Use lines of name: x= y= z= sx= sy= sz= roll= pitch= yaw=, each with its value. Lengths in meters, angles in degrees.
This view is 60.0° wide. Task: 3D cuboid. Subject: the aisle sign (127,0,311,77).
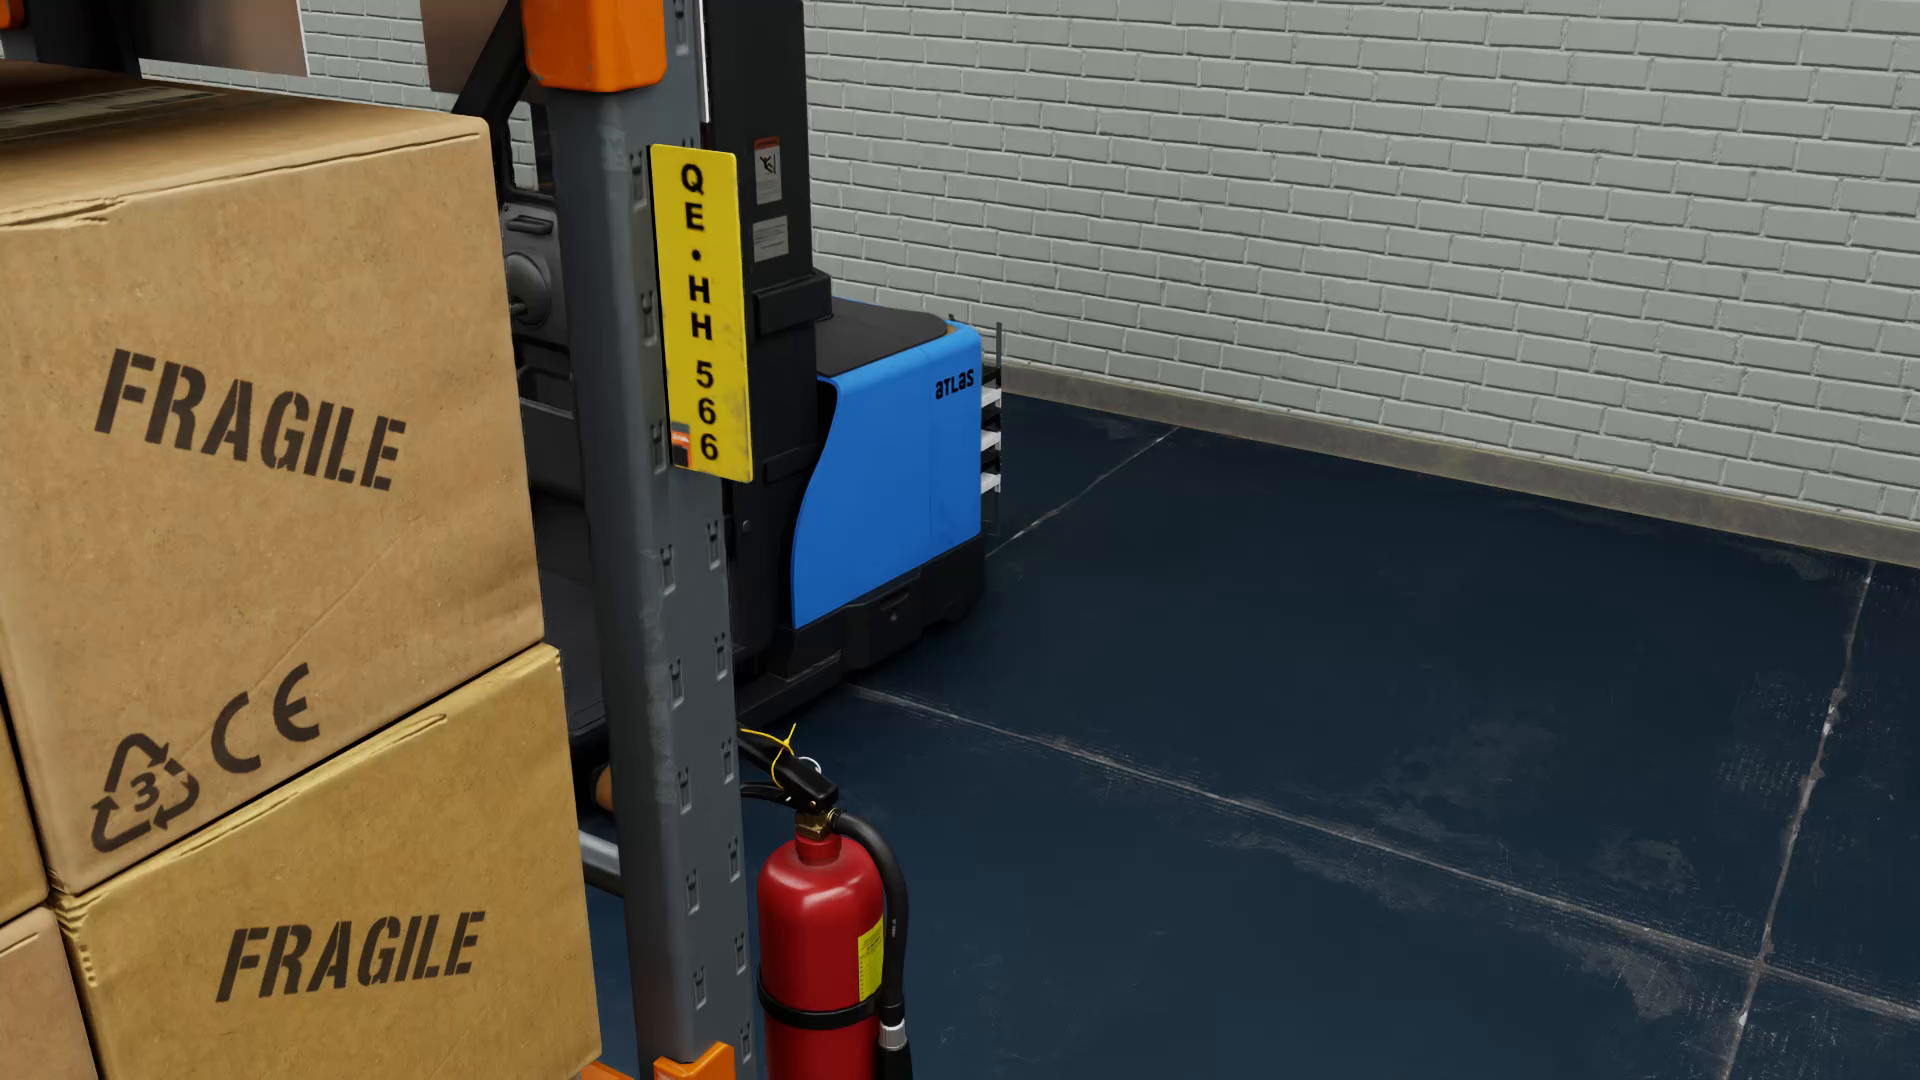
aisle sign: x=-0.927 y=-0.943 z=1.881 sx=0.394 sy=0.787 sz=0.004 roll=14 pitch=27 yaw=29

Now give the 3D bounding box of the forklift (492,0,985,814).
forklift: x=-1.206 y=-0.754 z=4.802 sx=1.130 sy=2.935 sz=3.031 roll=17 pitch=29 yaw=34

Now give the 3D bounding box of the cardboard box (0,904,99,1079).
cardboard box: x=-1.006 y=0.533 z=1.242 sx=0.500 sy=0.500 sz=0.500 roll=13 pitch=27 yaw=28

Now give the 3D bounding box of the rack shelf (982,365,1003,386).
rack shelf: x=0.004 y=-0.633 z=6.484 sx=0.258 sy=0.077 sz=0.200 roll=14 pitch=27 yaw=29

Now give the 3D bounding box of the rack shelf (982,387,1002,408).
rack shelf: x=0.004 y=-0.550 z=6.519 sx=0.258 sy=0.077 sz=0.200 roll=14 pitch=27 yaw=29

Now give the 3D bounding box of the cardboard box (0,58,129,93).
cardboard box: x=-1.173 y=-0.208 z=1.696 sx=0.500 sy=0.500 sz=0.500 roll=14 pitch=27 yaw=29

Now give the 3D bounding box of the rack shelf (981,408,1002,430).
rack shelf: x=0.004 y=-0.468 z=6.555 sx=0.258 sy=0.077 sz=0.200 roll=14 pitch=27 yaw=29

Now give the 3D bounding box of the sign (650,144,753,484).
sign: x=-0.250 y=-0.216 z=1.618 sx=0.100 sy=0.325 sz=0.005 roll=14 pitch=27 yaw=29

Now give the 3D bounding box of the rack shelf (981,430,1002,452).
rack shelf: x=0.004 y=-0.385 z=6.591 sx=0.258 sy=0.077 sz=0.200 roll=14 pitch=27 yaw=29

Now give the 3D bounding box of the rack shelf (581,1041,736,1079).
rack shelf: x=-1.766 y=1.342 z=0.779 sx=1.077 sy=0.370 sz=4.000 roll=14 pitch=27 yaw=29

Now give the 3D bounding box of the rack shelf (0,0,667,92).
rack shelf: x=-1.766 y=-0.034 z=0.183 sx=1.077 sy=0.370 sz=4.000 roll=14 pitch=27 yaw=29

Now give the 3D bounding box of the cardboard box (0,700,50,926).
cardboard box: x=-1.008 y=0.074 z=1.046 sx=0.500 sy=0.500 sz=0.500 roll=13 pitch=27 yaw=27

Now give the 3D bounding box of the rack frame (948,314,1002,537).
rack frame: x=0.058 y=-0.450 z=6.657 sx=0.240 sy=0.900 sz=0.006 roll=14 pitch=27 yaw=29

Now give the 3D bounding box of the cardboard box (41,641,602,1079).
cardboard box: x=-0.729 y=0.360 z=1.641 sx=0.500 sy=0.500 sz=0.500 roll=14 pitch=27 yaw=30

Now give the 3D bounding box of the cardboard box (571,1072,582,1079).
cardboard box: x=-0.643 y=0.622 z=1.854 sx=0.380 sy=0.149 sz=0.250 roll=14 pitch=27 yaw=29

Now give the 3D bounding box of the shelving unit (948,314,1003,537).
shelving unit: x=0.004 y=-0.416 z=6.578 sx=0.258 sy=0.900 sz=0.210 roll=14 pitch=27 yaw=29

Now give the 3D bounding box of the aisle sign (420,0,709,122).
aisle sign: x=-0.418 y=-0.818 z=1.591 sx=0.394 sy=0.787 sz=0.004 roll=14 pitch=27 yaw=29

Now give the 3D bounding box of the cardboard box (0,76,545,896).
cardboard box: x=-0.741 y=-0.097 z=1.441 sx=0.500 sy=0.500 sz=0.500 roll=13 pitch=27 yaw=28

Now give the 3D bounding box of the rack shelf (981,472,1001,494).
rack shelf: x=0.004 y=-0.220 z=6.662 sx=0.258 sy=0.077 sz=0.200 roll=14 pitch=27 yaw=29

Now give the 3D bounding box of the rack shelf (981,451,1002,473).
rack shelf: x=0.004 y=-0.303 z=6.627 sx=0.258 sy=0.077 sz=0.200 roll=14 pitch=27 yaw=29

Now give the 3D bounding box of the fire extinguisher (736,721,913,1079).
fire extinguisher: x=-0.186 y=0.556 z=2.258 sx=0.296 sy=0.674 sz=0.183 roll=14 pitch=27 yaw=29
